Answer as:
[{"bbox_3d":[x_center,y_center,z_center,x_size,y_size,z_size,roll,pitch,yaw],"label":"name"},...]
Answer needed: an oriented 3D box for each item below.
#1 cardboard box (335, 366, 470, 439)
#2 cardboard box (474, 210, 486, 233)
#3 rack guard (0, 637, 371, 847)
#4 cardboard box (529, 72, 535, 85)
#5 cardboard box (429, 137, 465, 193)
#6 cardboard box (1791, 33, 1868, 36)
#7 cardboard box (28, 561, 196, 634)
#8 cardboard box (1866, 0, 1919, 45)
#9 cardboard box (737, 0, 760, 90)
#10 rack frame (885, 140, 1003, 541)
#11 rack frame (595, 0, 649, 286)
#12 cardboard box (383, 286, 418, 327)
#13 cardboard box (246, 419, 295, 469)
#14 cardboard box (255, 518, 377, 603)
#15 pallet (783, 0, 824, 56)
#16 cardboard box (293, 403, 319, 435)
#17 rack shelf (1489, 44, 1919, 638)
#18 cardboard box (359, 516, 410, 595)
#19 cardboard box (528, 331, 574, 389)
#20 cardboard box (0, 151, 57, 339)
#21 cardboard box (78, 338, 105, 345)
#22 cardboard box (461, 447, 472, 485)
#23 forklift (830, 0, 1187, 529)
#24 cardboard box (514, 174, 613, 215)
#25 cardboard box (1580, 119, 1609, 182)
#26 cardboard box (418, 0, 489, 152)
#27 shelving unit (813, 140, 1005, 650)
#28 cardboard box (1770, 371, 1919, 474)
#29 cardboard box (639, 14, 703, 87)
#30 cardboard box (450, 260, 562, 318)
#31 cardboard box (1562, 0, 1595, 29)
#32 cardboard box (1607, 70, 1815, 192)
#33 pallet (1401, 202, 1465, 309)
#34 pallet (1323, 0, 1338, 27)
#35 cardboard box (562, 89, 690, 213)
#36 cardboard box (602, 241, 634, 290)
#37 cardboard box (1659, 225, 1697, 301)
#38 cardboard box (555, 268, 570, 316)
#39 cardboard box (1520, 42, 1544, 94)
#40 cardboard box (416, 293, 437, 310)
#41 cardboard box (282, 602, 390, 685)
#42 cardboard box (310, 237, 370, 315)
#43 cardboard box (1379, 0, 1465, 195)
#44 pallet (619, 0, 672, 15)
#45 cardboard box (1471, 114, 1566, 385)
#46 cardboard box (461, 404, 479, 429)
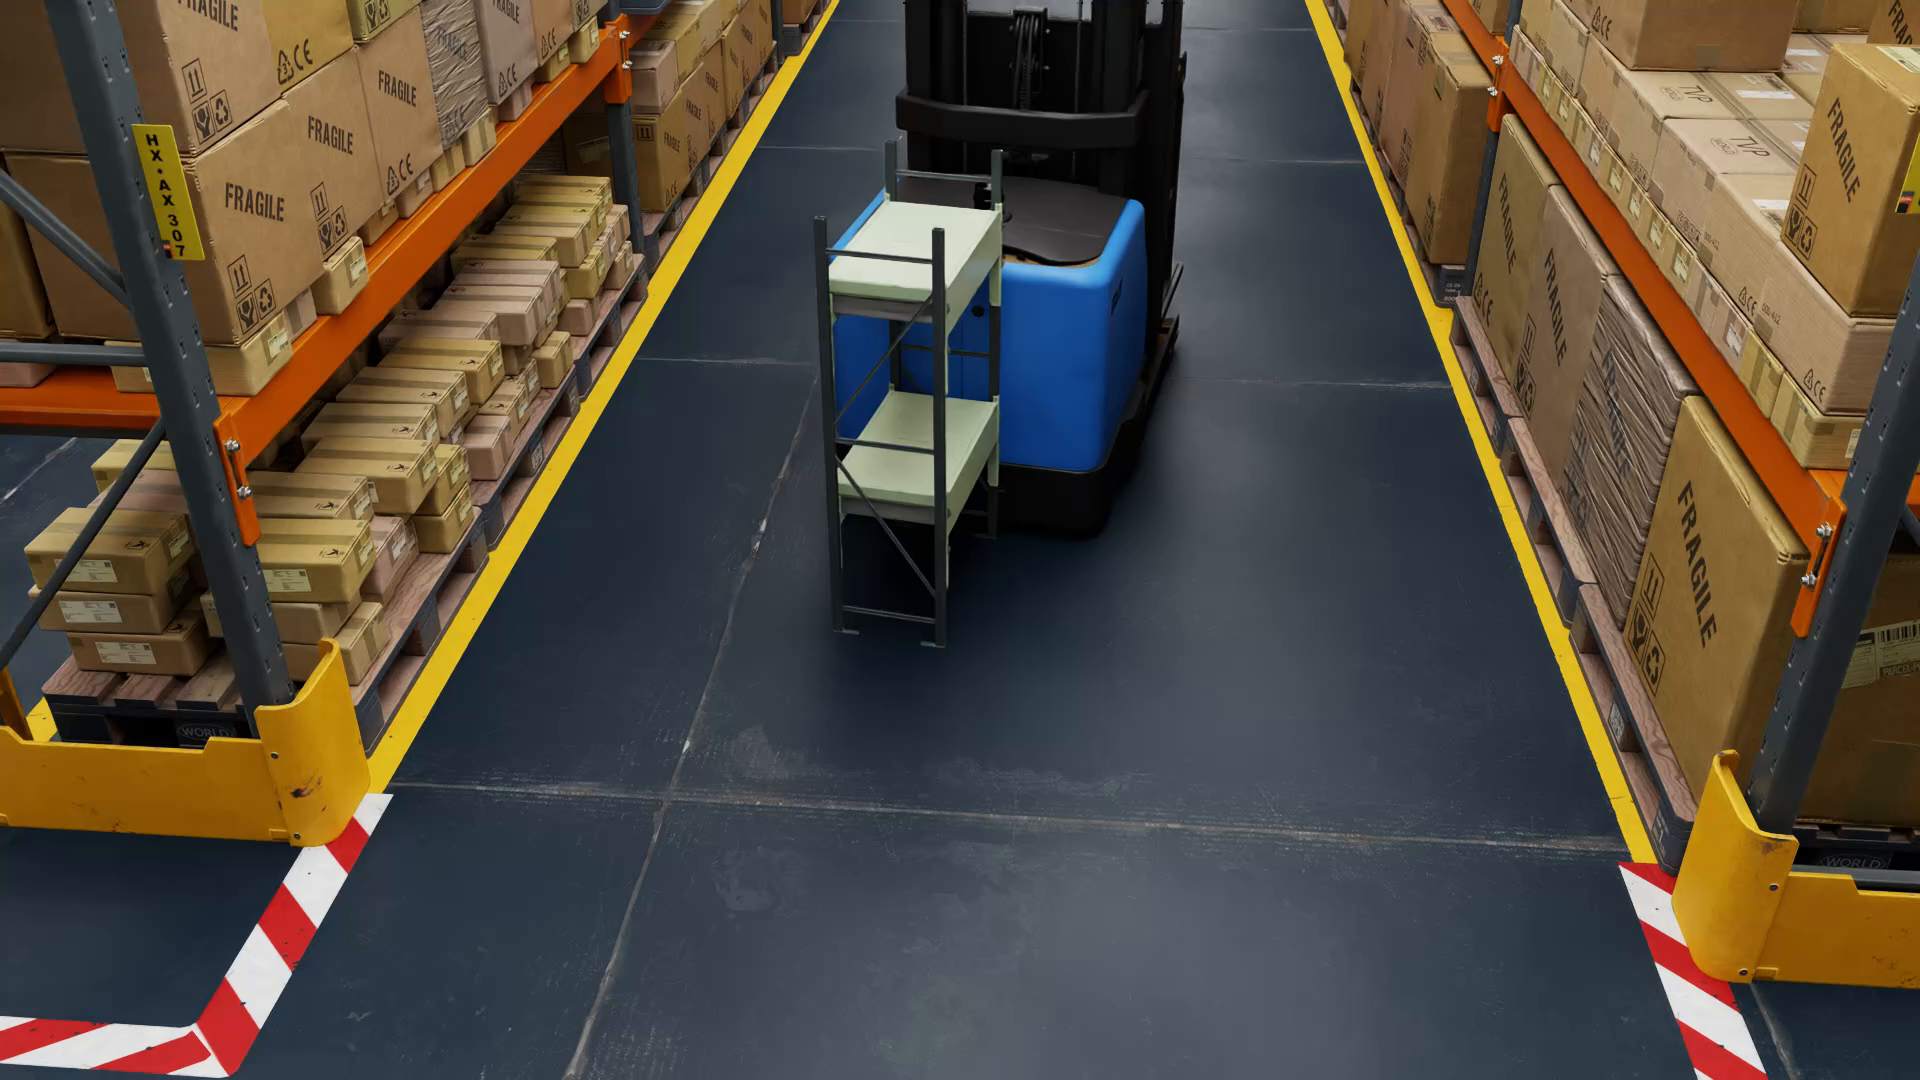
[{"bbox_3d":[-1.986,-0.493,5.940,0.380,0.149,0.250,4,32,6],"label":"cardboard box"},{"bbox_3d":[-2.378,-1.458,7.508,0.380,0.149,0.250,4,32,6],"label":"cardboard box"},{"bbox_3d":[-2.381,0.563,4.860,1.175,0.500,0.348,2,32,4],"label":"rack guard"},{"bbox_3d":[-1.935,-1.878,6.678,0.380,0.149,0.250,2,32,3],"label":"cardboard box"},{"bbox_3d":[-1.958,-1.328,5.785,0.380,0.149,0.250,4,32,6],"label":"cardboard box"},{"bbox_3d":[3.060,-1.838,6.233,0.500,0.250,0.500,3,32,5],"label":"cardboard box"},{"bbox_3d":[-2.629,0.159,5.167,0.380,0.149,0.250,2,32,3],"label":"cardboard box"},{"bbox_3d":[2.933,-1.351,4.727,0.500,0.500,0.500,2,32,3],"label":"cardboard box"},{"bbox_3d":[-1.575,-3.132,10.456,0.500,0.500,0.500,4,32,6],"label":"cardboard box"},{"bbox_3d":[-0.055,-0.668,5.905,0.400,1.500,0.023,8,33,12],"label":"rack frame"},{"bbox_3d":[-2.062,-2.553,7.533,1.000,3.000,0.127,2,32,4],"label":"rack frame"},{"bbox_3d":[-2.390,-0.911,6.619,0.380,0.149,0.250,1,32,2],"label":"cardboard box"},{"bbox_3d":[-2.540,-0.370,5.741,0.380,0.149,0.250,1,32,2],"label":"cardboard box"},{"bbox_3d":[-2.006,0.061,5.042,0.380,0.149,0.250,1,32,2],"label":"cardboard box"},{"bbox_3d":[-1.597,-3.866,12.323,1.003,0.211,1.213,2,32,4],"label":"pallet"},{"bbox_3d":[-2.559,-0.384,6.048,0.380,0.149,0.250,3,32,5],"label":"cardboard box"},{"bbox_3d":[2.711,-0.936,5.596,1.077,0.370,4.000,2,32,4],"label":"rack shelf"},{"bbox_3d":[-2.010,0.043,5.354,0.380,0.149,0.250,2,32,4],"label":"cardboard box"},{"bbox_3d":[-1.838,-0.757,6.937,0.380,0.149,0.250,2,32,4],"label":"cardboard box"},{"bbox_3d":[-2.607,-0.876,4.434,0.500,0.500,0.500,3,32,5],"label":"cardboard box"},{"bbox_3d":[-2.585,-0.665,4.710,0.380,0.149,0.250,2,32,4],"label":"cardboard box"},{"bbox_3d":[-2.017,-0.224,6.071,0.380,0.149,0.250,3,32,4],"label":"cardboard box"},{"bbox_3d":[0.384,-2.051,6.785,1.130,2.935,3.031,8,32,12],"label":"forklift"},{"bbox_3d":[-1.831,-1.574,7.695,0.380,0.149,0.250,3,32,5],"label":"cardboard box"},{"bbox_3d":[2.413,-1.363,5.842,0.380,0.149,0.250,3,32,5],"label":"cardboard box"},{"bbox_3d":[-1.969,-1.657,5.700,0.500,0.500,0.500,2,32,3],"label":"cardboard box"},{"bbox_3d":[-0.148,-0.482,5.603,0.431,1.500,0.755,8,33,12],"label":"shelving unit"},{"bbox_3d":[2.249,-0.290,4.101,0.380,0.149,0.250,3,32,5],"label":"cardboard box"},{"bbox_3d":[-1.697,-2.640,8.943,0.500,0.250,0.500,3,32,5],"label":"cardboard box"},{"bbox_3d":[-1.854,-1.030,6.813,0.380,0.149,0.250,1,32,2],"label":"cardboard box"},{"bbox_3d":[2.532,-2.174,6.062,0.500,0.500,0.500,2,32,4],"label":"cardboard box"},{"bbox_3d":[2.444,-1.328,5.405,0.500,0.250,0.500,3,32,4],"label":"cardboard box"},{"bbox_3d":[2.861,-1.508,8.495,1.003,0.211,1.213,2,32,4],"label":"pallet"},{"bbox_3d":[3.366,-4.237,12.925,1.003,0.211,1.213,2,32,4],"label":"pallet"},{"bbox_3d":[-1.737,-2.043,8.688,0.500,0.500,0.500,4,32,6],"label":"cardboard box"},{"bbox_3d":[-1.754,-1.298,7.815,0.380,0.149,0.250,3,32,5],"label":"cardboard box"},{"bbox_3d":[2.331,-0.824,4.967,0.380,0.149,0.250,2,32,3],"label":"cardboard box"},{"bbox_3d":[-1.902,-1.057,7.139,0.380,0.149,0.250,3,32,4],"label":"cardboard box"},{"bbox_3d":[2.497,-1.903,6.719,0.380,0.149,0.250,1,32,2],"label":"cardboard box"},{"bbox_3d":[-2.396,-0.920,6.917,0.380,0.149,0.250,4,32,6],"label":"cardboard box"},{"bbox_3d":[-2.026,0.313,5.200,0.380,0.149,0.250,3,32,5],"label":"cardboard box"},{"bbox_3d":[-1.979,-0.783,4.901,0.380,0.149,0.250,2,32,3],"label":"cardboard box"},{"bbox_3d":[2.978,-2.365,8.854,1.225,0.875,0.875,1,32,2],"label":"cardboard box"},{"bbox_3d":[-1.854,-2.865,8.222,1.003,0.211,1.213,2,32,4],"label":"pallet"},{"bbox_3d":[2.740,-1.221,6.997,0.875,0.875,0.875,2,32,4],"label":"cardboard box"},{"bbox_3d":[-2.042,-0.504,6.243,0.380,0.149,0.250,4,32,7],"label":"cardboard box"}]
